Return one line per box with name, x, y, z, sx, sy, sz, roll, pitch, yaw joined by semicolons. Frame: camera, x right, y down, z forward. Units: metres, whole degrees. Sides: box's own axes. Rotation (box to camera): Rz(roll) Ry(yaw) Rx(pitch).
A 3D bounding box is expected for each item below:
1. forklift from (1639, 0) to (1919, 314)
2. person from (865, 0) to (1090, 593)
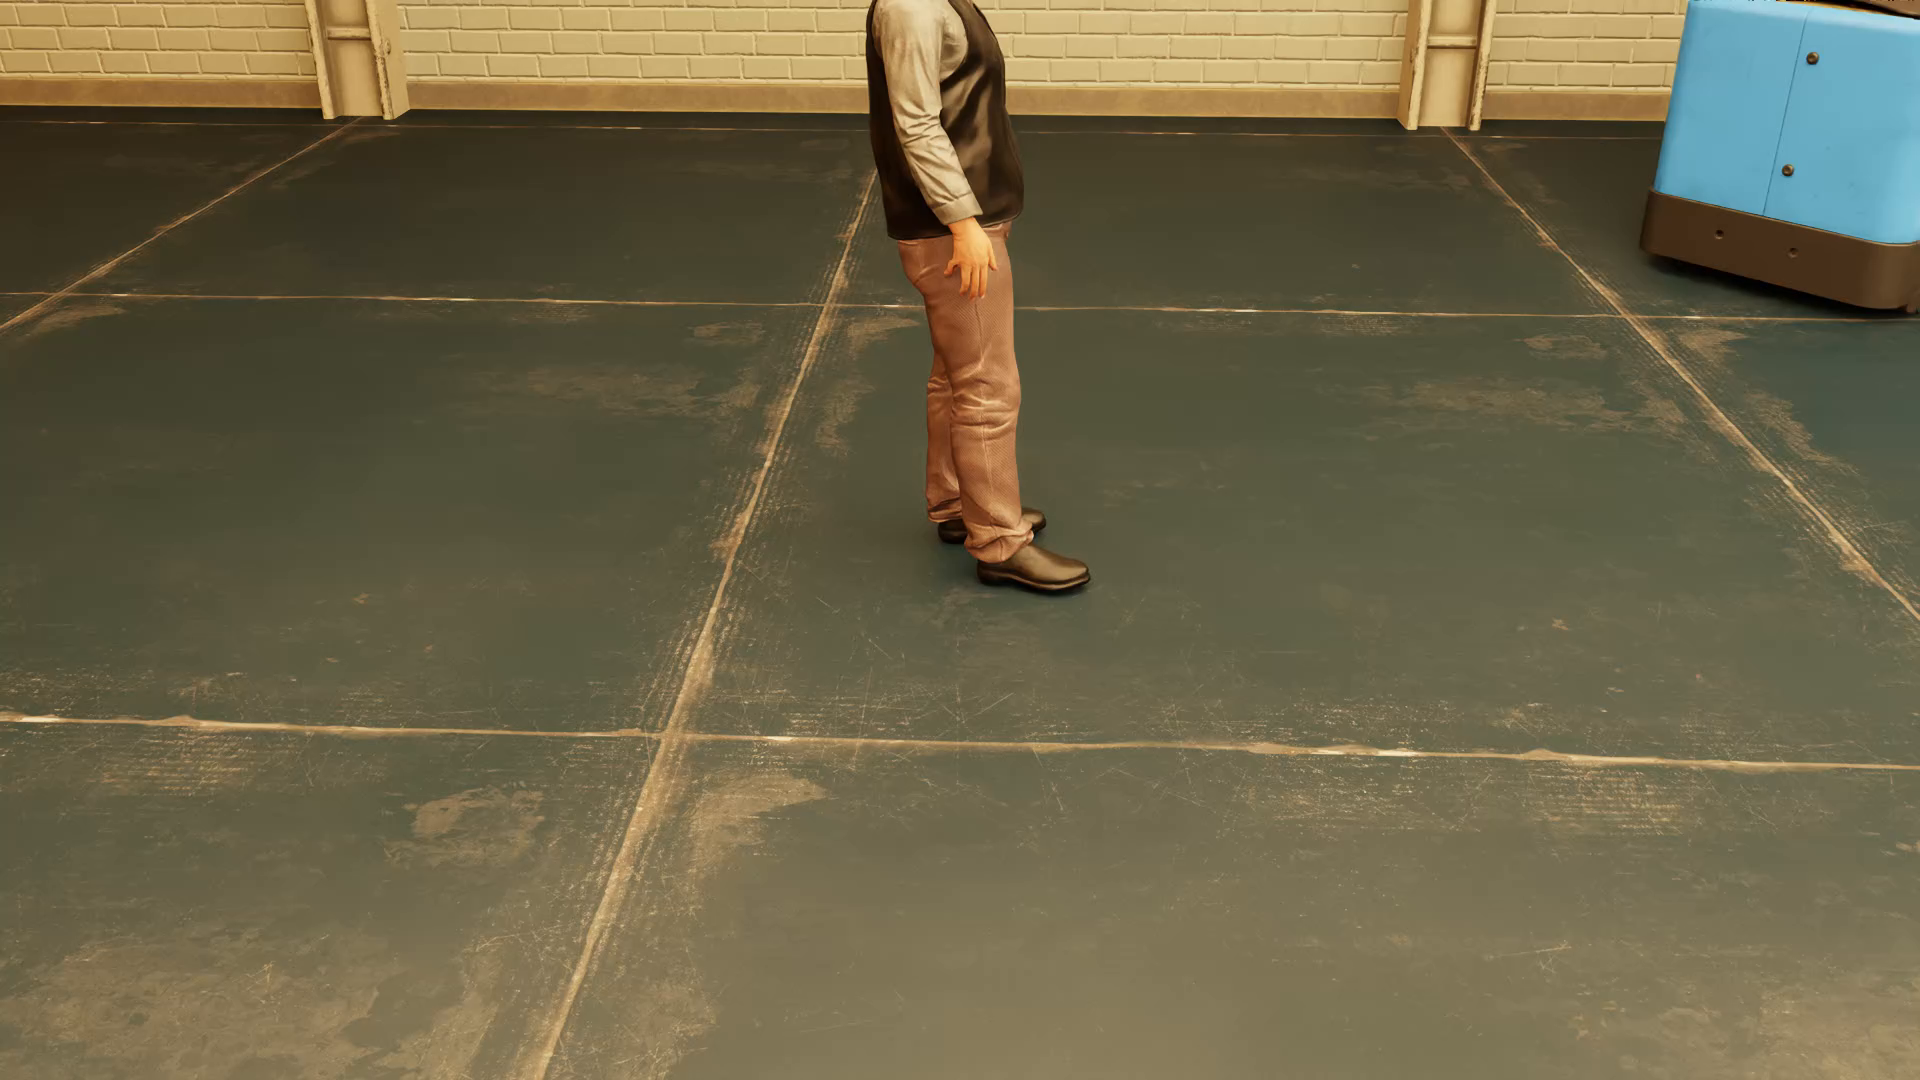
forklift;4.255;-2.655;6.591;3.031;2.935;1.130;-18;31;-32
person;0.063;-0.774;4.129;0.566;1.722;0.633;1;26;2
